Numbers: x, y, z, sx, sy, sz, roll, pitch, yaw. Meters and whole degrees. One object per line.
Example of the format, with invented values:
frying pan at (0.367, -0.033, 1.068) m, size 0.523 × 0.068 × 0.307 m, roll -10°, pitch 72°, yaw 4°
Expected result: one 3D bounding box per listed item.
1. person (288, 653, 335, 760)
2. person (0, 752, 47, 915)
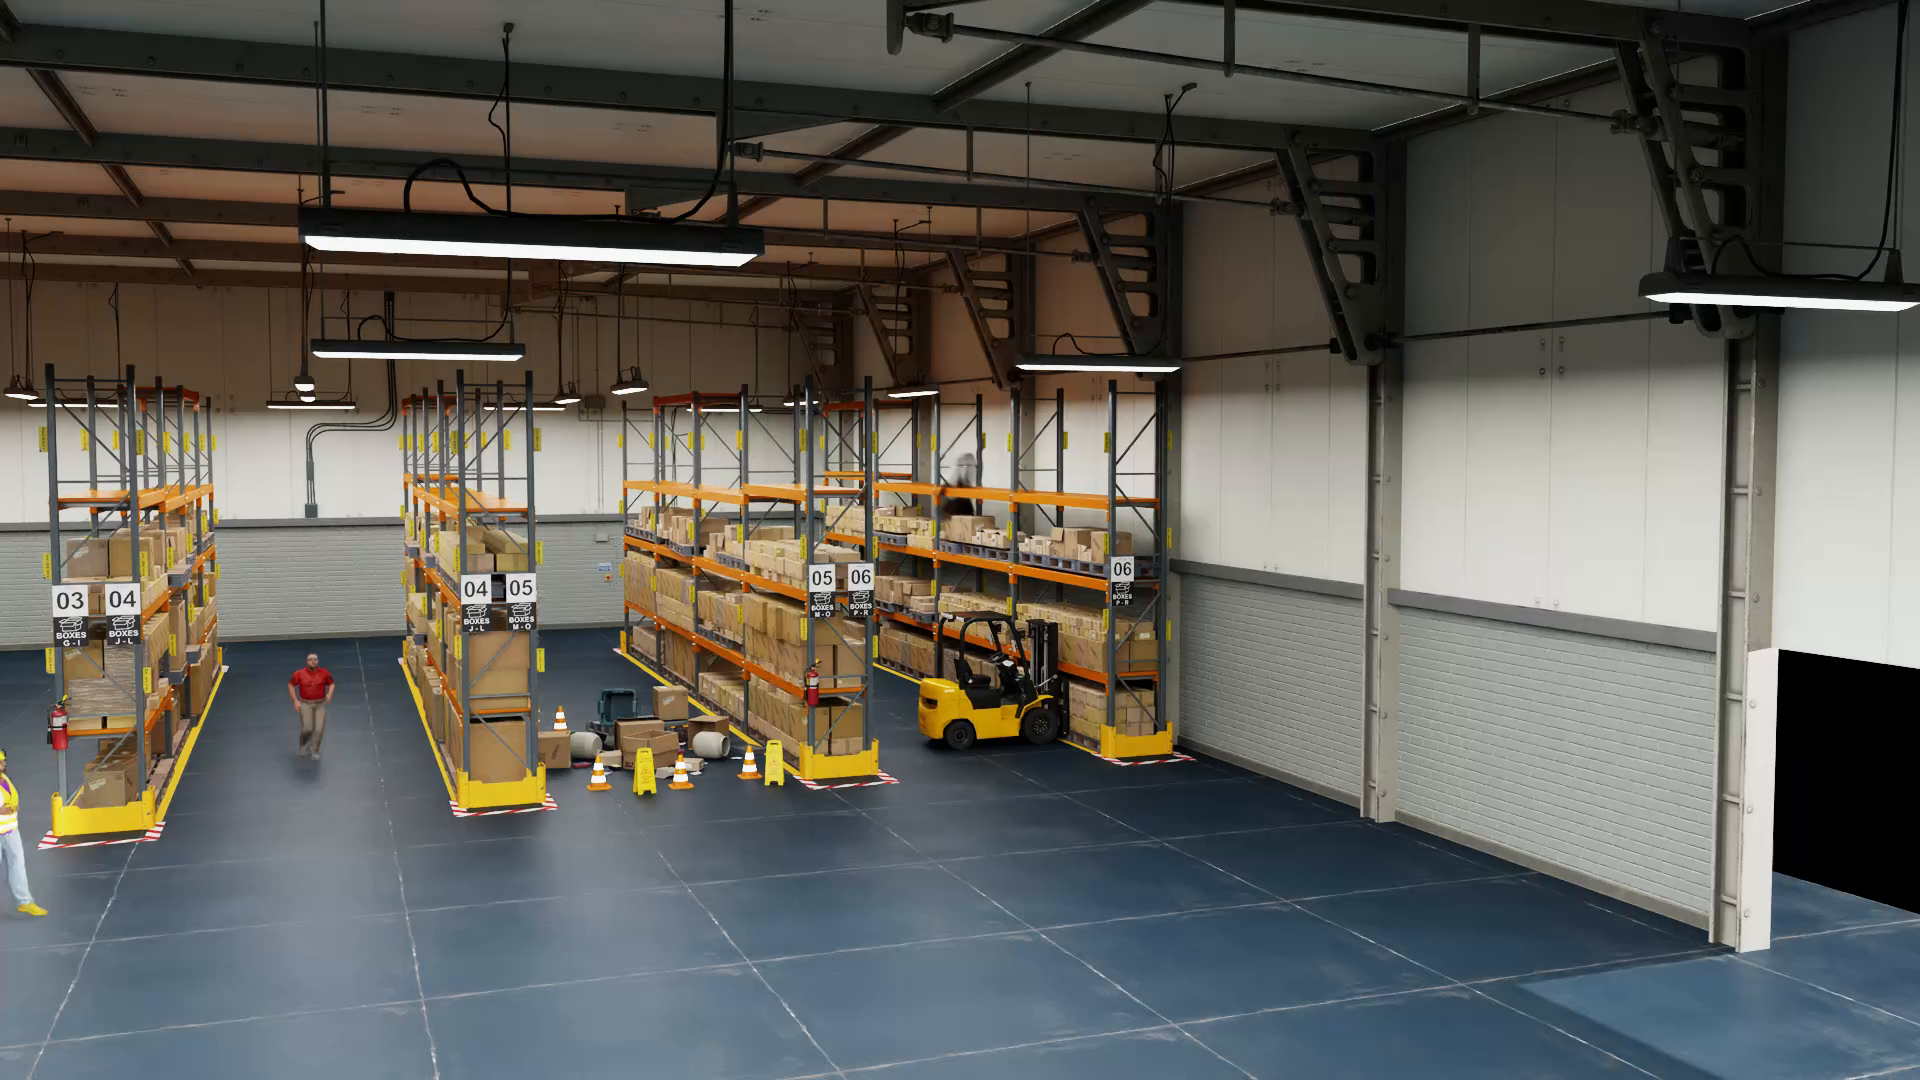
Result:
person at (-10.181, 2.627, 26.201) m, size 0.675 × 1.694 × 0.594 m, roll -2°, pitch 4°, yaw -34°
person at (-10.107, 3.071, 17.443) m, size 0.963 × 1.770 × 0.695 m, roll 0°, pitch 3°, yaw 6°
